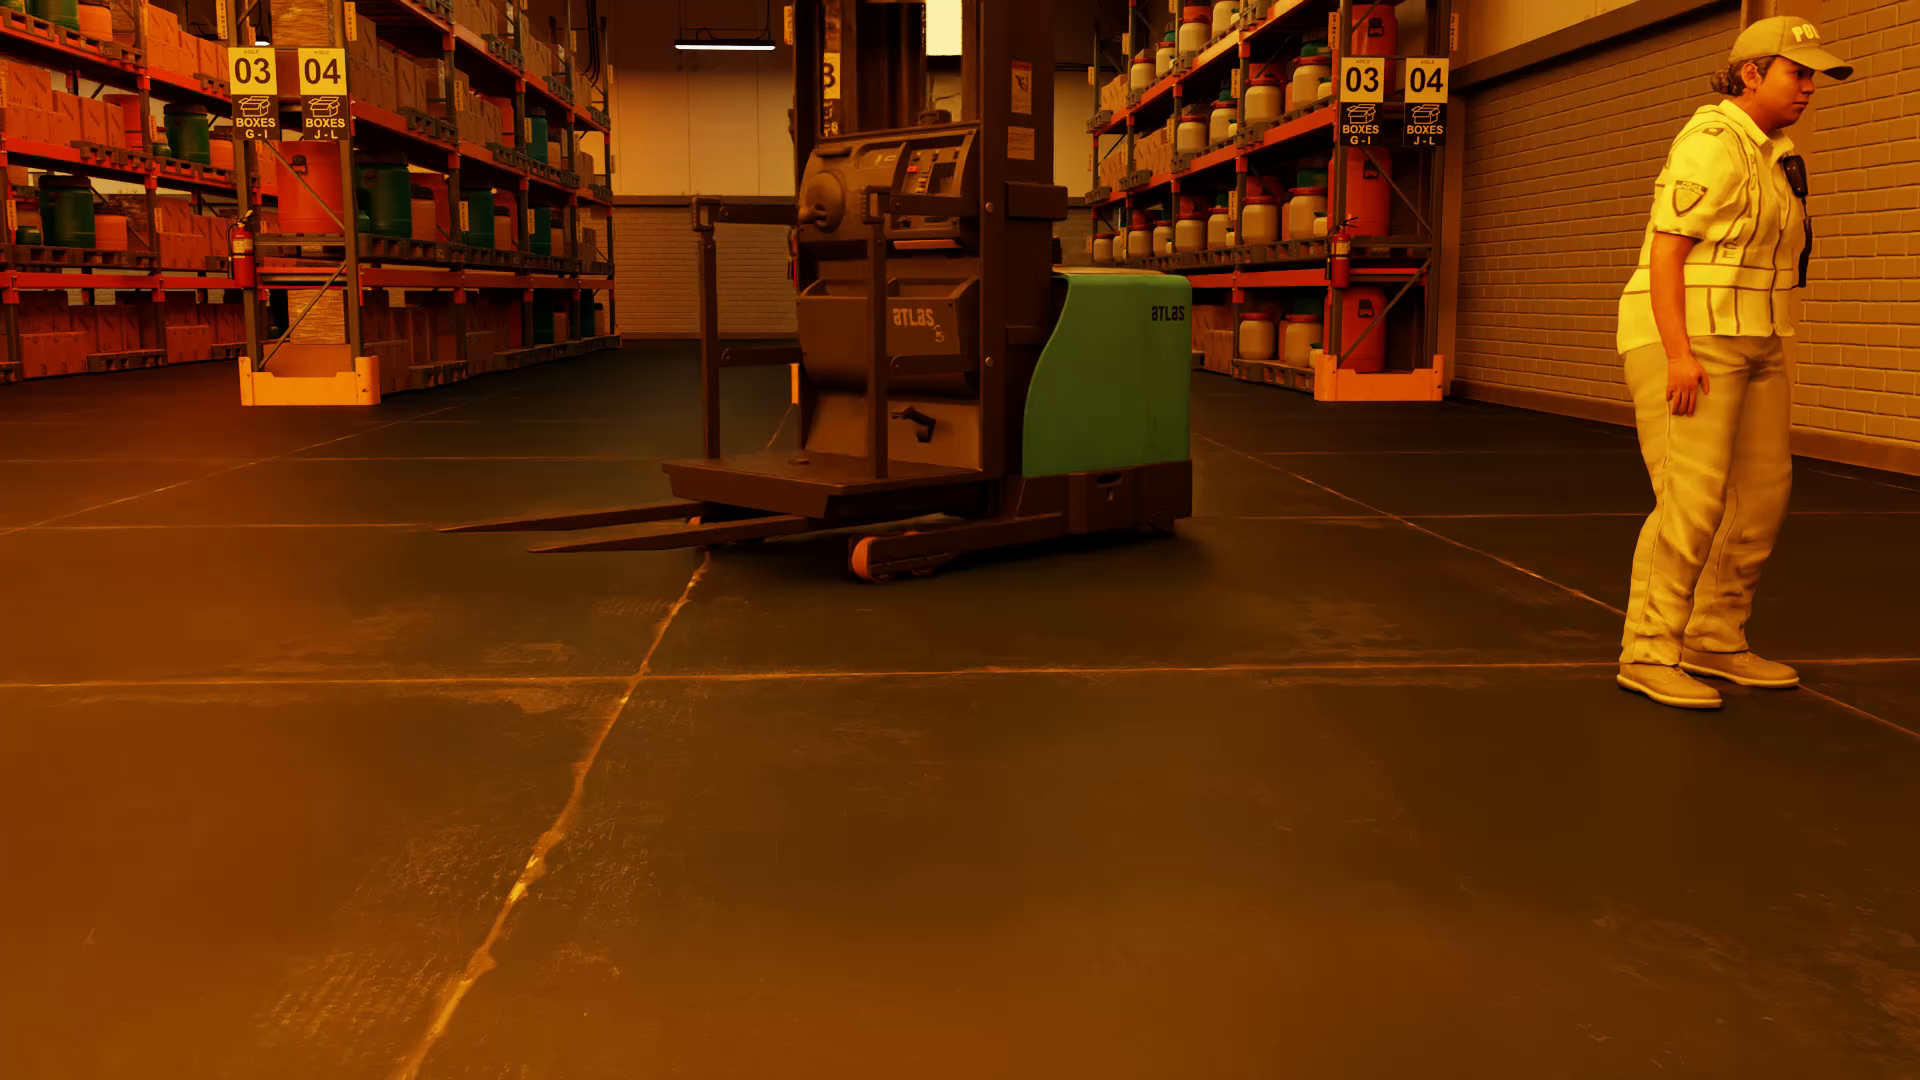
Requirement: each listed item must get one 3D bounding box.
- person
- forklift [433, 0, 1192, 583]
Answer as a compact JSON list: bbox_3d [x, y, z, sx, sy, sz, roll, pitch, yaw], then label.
[{"bbox_3d":[1.912,-0.447,4.159,0.553,1.665,0.468,-7,11,-38],"label":"person"},{"bbox_3d":[-0.436,-1.385,6.157,3.031,2.935,1.130,-8,12,-43],"label":"forklift"}]
